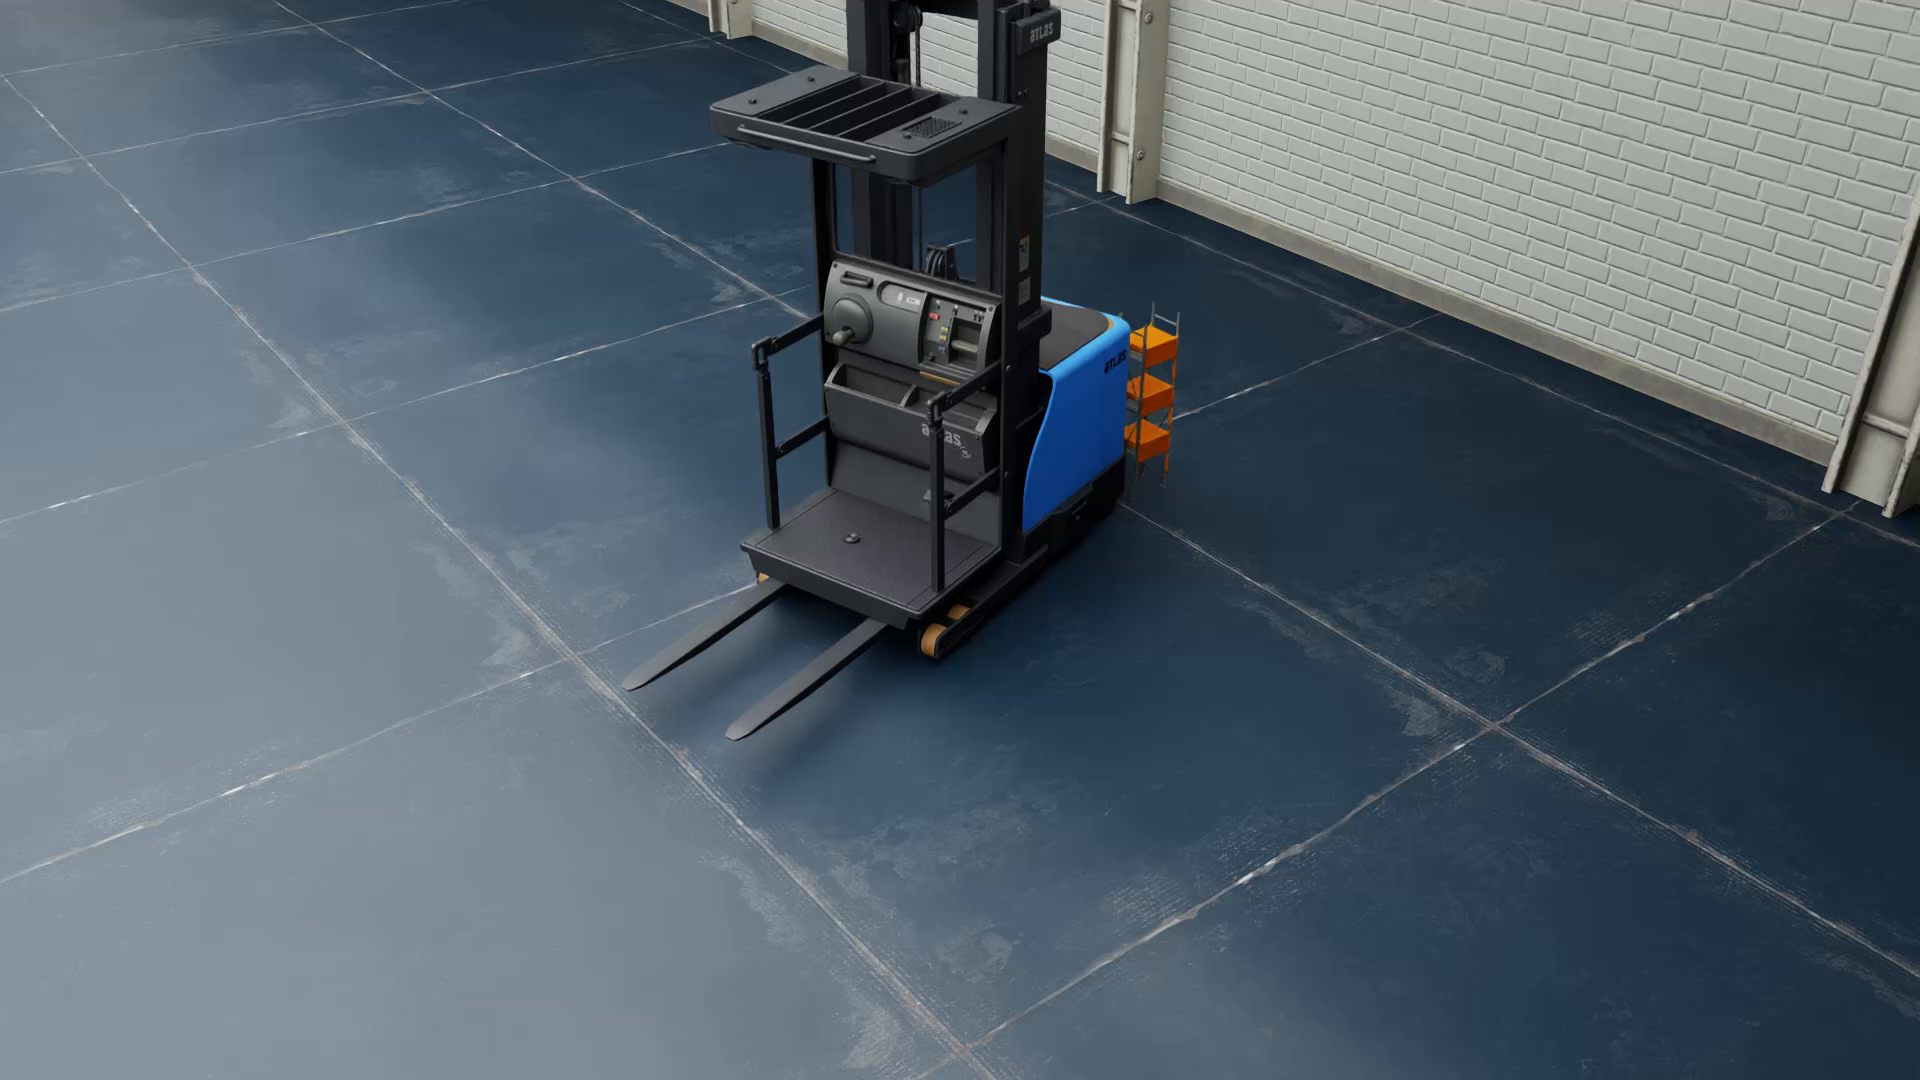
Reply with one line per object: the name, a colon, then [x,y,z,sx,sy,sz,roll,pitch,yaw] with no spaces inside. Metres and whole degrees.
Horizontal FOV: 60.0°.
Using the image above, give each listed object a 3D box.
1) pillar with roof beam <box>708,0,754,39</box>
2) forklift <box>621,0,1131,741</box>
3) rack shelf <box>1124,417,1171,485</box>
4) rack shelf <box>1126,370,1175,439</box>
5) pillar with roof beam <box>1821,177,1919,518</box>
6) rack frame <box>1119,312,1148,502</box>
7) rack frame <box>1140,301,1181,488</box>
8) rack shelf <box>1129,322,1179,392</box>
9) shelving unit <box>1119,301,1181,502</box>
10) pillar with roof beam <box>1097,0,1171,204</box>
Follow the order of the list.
pillar with roof beam: [-5.754,-7.678,12.583,9.100,9.000,0.400,-22,38,-31]
forklift: [-0.358,-0.972,7.536,1.130,2.935,3.031,20,37,29]
rack shelf: [0.986,-0.491,9.091,0.240,0.259,0.215,-23,39,-33]
rack shelf: [0.987,-0.728,8.945,0.240,0.259,0.215,-23,39,-33]
pillar with roof beam: [1.604,-2.677,4.530,9.100,9.000,0.400,-22,38,-31]
rack frame: [0.893,-0.697,8.873,0.008,1.050,0.200,-23,39,-33]
rack frame: [1.081,-0.777,9.006,0.008,1.050,0.200,-23,39,-33]
rack shelf: [0.989,-0.970,8.797,0.240,0.259,0.215,-23,39,-33]
shelving unit: [0.987,-0.737,8.940,0.252,1.050,0.215,-23,39,-33]
pillar with roof beam: [-2.075,-5.177,8.557,9.100,9.000,0.400,-22,38,-31]
